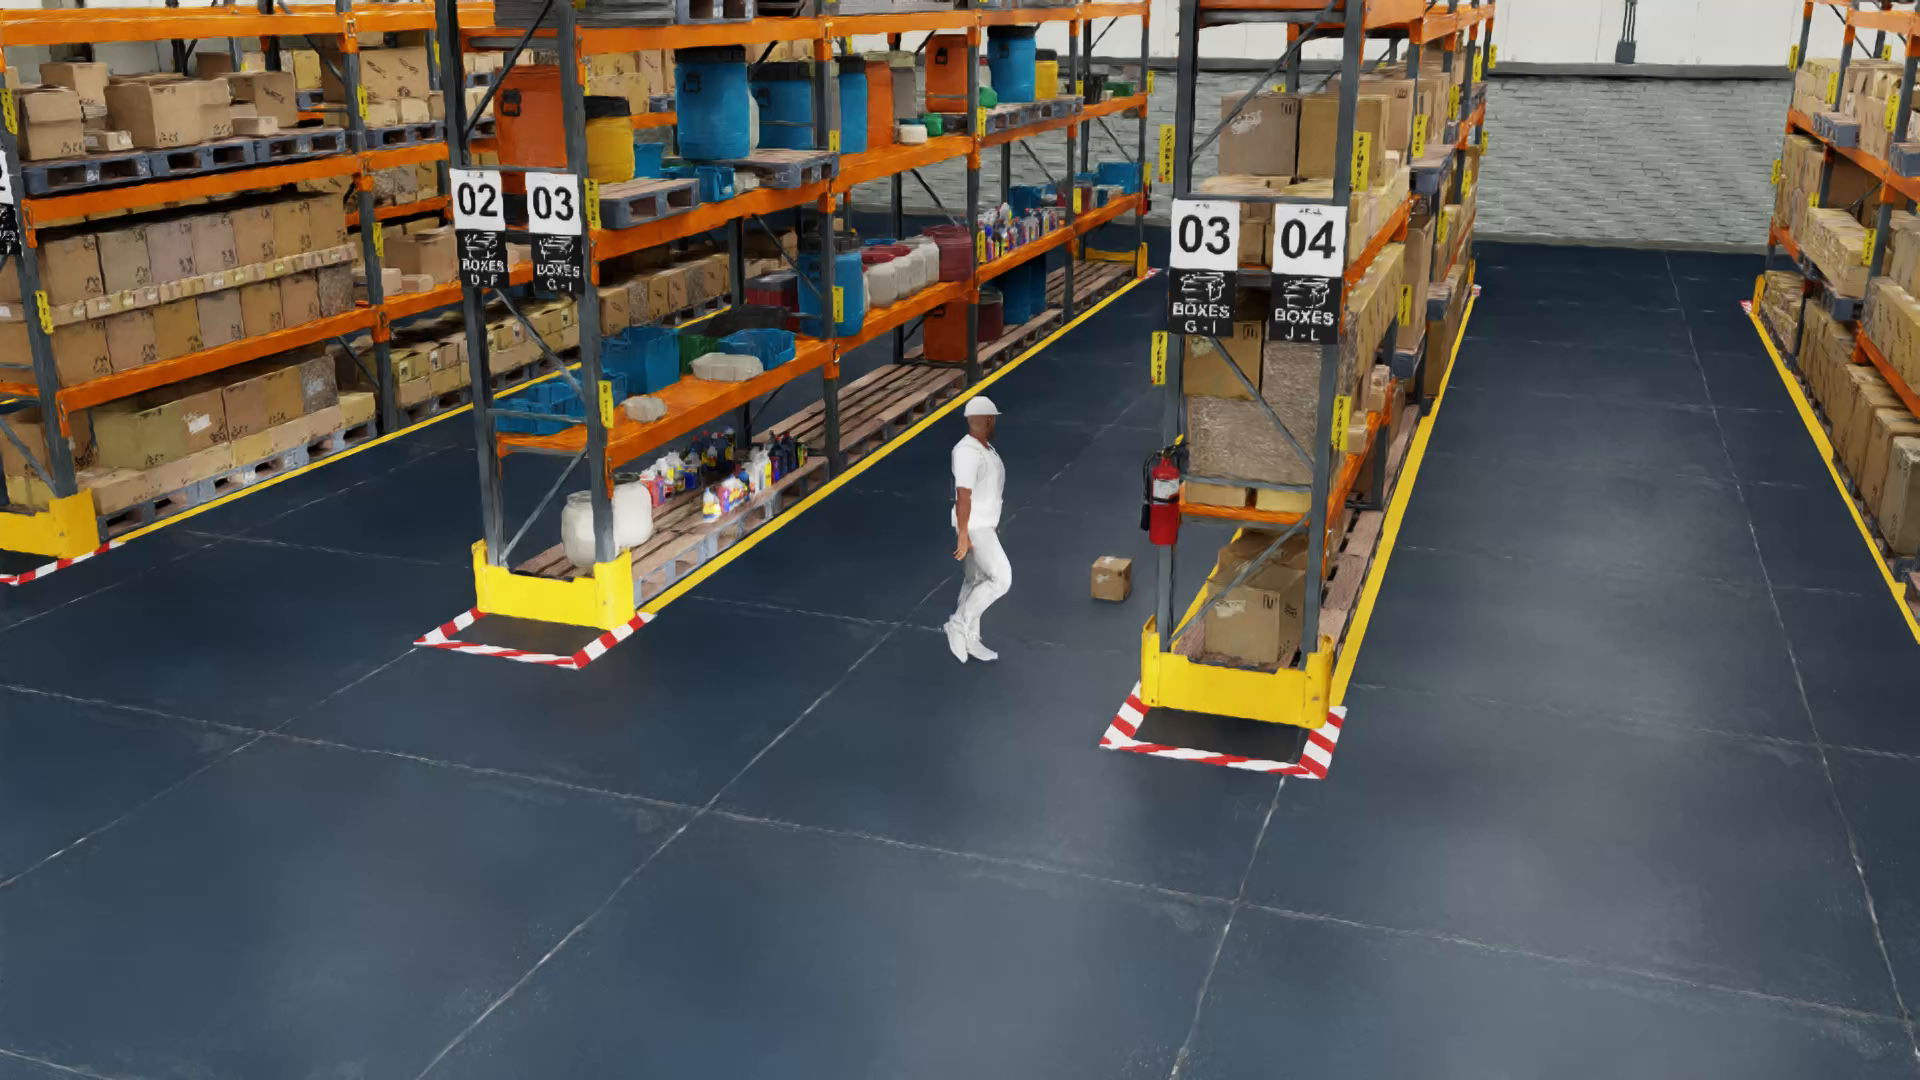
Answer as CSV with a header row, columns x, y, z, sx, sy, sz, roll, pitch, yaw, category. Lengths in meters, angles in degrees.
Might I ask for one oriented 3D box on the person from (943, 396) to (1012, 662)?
x,y,z,sx,sy,sz,roll,pitch,yaw,category
0.154,-0.073,11.206,0.446,1.759,0.749,4,19,12,person
